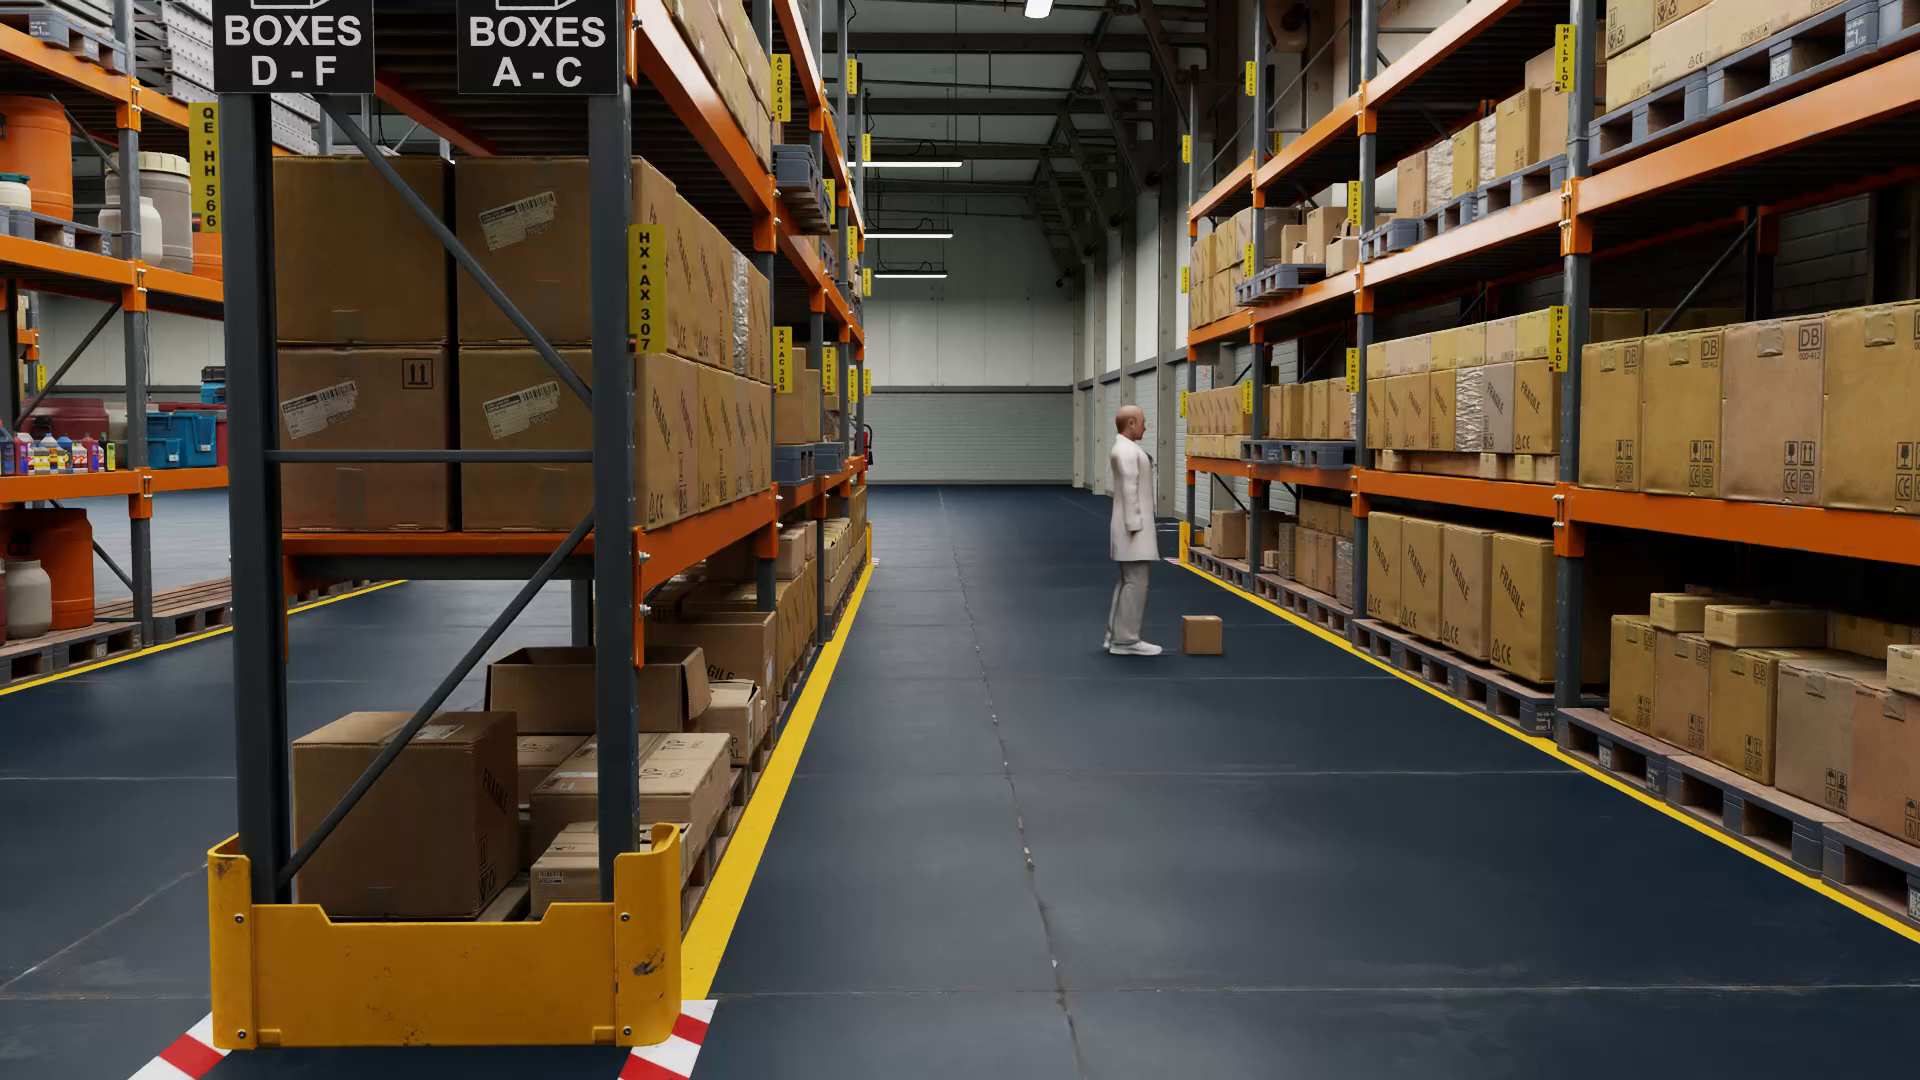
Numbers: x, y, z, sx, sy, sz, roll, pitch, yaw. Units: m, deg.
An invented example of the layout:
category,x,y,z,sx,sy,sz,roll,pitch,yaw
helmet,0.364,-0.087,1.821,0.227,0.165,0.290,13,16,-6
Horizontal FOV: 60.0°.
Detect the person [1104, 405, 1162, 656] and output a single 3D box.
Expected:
category,x,y,z,sx,sy,sz,roll,pitch,yaw
person,1.239,-0.066,11.918,0.395,1.793,0.563,0,4,0
